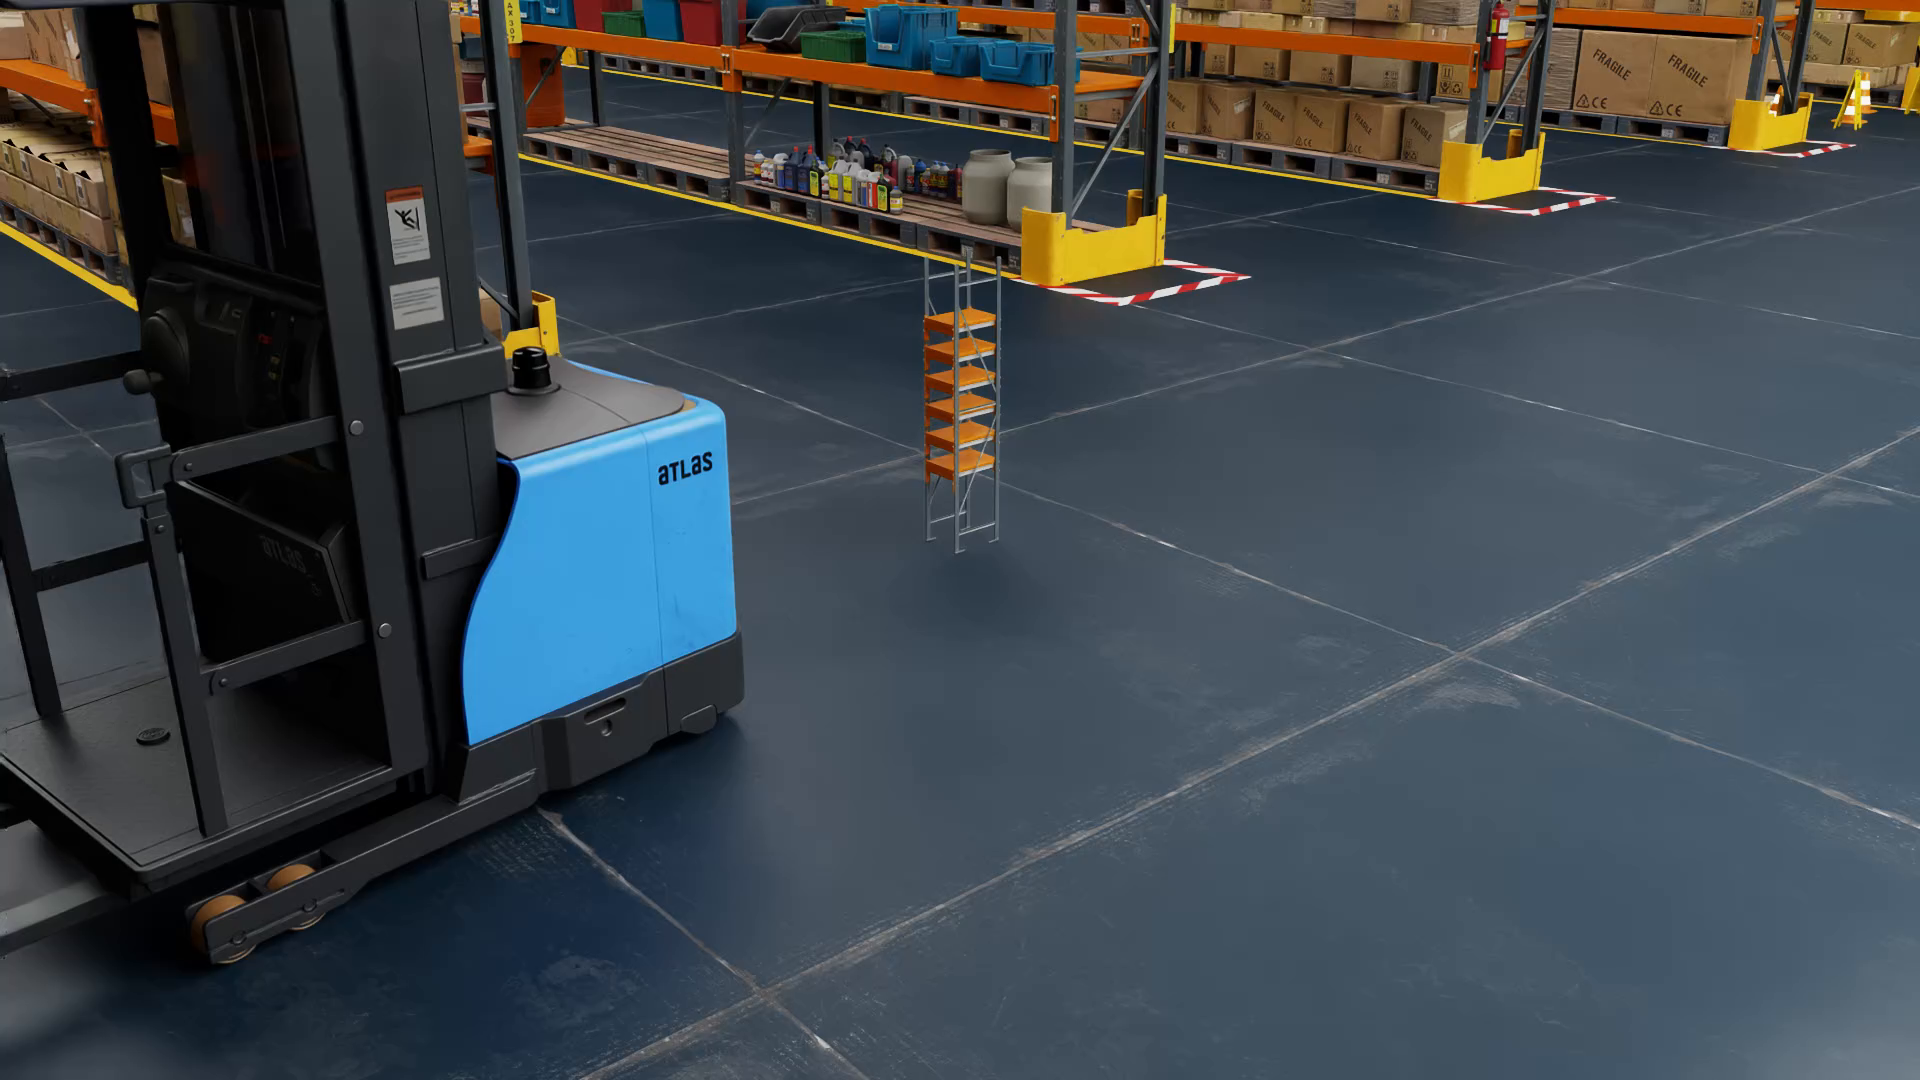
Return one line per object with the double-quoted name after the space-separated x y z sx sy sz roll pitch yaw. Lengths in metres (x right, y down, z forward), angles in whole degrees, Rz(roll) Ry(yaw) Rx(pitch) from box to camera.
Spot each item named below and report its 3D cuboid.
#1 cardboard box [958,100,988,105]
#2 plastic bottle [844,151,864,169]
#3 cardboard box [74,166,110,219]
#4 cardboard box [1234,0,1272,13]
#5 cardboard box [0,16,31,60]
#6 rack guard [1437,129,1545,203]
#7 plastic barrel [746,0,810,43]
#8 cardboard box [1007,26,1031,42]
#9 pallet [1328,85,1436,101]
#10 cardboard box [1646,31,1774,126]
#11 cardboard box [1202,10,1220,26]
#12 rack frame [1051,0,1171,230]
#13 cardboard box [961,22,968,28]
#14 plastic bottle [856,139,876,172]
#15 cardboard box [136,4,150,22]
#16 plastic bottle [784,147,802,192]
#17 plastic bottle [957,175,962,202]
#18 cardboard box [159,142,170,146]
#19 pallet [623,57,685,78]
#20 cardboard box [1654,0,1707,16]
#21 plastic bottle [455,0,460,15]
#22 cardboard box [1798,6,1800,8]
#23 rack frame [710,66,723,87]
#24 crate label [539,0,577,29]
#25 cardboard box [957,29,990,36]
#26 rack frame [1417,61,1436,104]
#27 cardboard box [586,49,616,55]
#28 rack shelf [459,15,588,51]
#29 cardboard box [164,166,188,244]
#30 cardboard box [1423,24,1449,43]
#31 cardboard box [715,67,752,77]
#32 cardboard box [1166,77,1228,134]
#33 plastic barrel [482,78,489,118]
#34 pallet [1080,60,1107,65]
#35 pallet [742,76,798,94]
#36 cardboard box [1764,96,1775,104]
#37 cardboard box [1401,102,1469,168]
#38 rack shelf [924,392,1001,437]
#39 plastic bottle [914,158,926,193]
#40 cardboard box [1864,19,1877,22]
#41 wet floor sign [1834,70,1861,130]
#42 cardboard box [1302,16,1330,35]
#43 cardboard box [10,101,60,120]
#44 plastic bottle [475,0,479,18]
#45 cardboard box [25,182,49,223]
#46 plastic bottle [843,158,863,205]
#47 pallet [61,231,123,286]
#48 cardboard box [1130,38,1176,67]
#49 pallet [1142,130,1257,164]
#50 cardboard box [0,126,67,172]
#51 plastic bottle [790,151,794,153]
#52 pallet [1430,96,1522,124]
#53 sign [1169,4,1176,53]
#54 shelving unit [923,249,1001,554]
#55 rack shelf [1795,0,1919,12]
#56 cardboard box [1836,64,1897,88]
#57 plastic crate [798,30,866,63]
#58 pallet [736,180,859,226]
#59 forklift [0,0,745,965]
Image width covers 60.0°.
0.395 -5.406 19.499 0.500 0.500 0.700 20 29 41 "cardboard box"
-0.902 -3.144 14.029 0.152 0.276 0.135 -17 27 -37 "plastic bottle"
-5.807 -2.454 11.561 0.500 0.311 0.500 -17 27 -37 "cardboard box"
3.131 -5.376 16.052 0.875 0.500 0.500 -17 27 -37 "cardboard box"
-7.499 -4.004 13.216 0.500 0.311 0.500 -18 28 -38 "cardboard box"
4.743 -3.343 14.833 1.175 0.500 0.348 -17 27 -37 "rack guard"
-1.593 -4.824 14.500 0.600 0.901 0.708 -17 27 -37 "plastic barrel"
1.065 -7.718 25.429 0.500 0.500 0.500 -16 27 -35 "cardboard box"
5.445 -5.641 21.096 1.003 0.211 1.213 -17 27 -37 "pallet"
8.124 -5.016 18.016 0.875 0.875 0.875 -17 27 -37 "cardboard box"
2.602 -5.141 16.342 0.380 0.149 0.250 -17 27 -37 "cardboard box"
1.041 -3.307 11.313 1.000 3.000 0.127 -17 27 -37 "rack frame"
0.157 -8.197 26.316 0.380 0.149 0.250 -17 27 -37 "cardboard box"
-0.806 -3.221 14.123 0.144 0.351 0.185 -19 28 -40 "plastic bottle"
-4.791 -3.250 10.141 0.380 0.149 0.250 -18 28 -38 "cardboard box"
-1.358 -3.061 13.716 0.144 0.351 0.185 -17 27 -36 "plastic bottle"
0.026 -2.812 13.285 0.097 0.201 0.097 0 21 0 "plastic bottle"
-6.068 -2.866 12.613 0.500 0.311 0.500 -19 28 -39 "cardboard box"
-4.278 -7.069 24.742 1.003 0.211 1.213 -17 27 -37 "pallet"
7.965 -5.947 17.849 0.875 0.550 0.550 -17 27 -37 "cardboard box"
-5.298 -5.669 17.618 0.097 0.201 0.097 0 21 0 "plastic bottle"
13.098 -8.364 26.906 0.875 0.625 0.625 -16 26 -35 "cardboard box"
-3.040 -7.801 22.789 1.000 3.000 0.127 -17 27 -37 "rack frame"
-3.738 -5.195 16.085 0.502 0.435 0.616 -17 27 -37 "crate label"
0.031 -5.908 19.752 0.500 0.250 0.500 -16 27 -35 "cardboard box"
6.006 -6.744 20.089 1.000 3.000 0.127 -17 27 -37 "rack frame"
-5.173 -7.955 25.518 0.875 0.875 0.875 -17 27 -37 "cardboard box"
-5.487 -5.735 18.499 1.077 0.370 4.000 -17 27 -37 "rack shelf"
-4.607 -2.019 10.192 0.500 0.500 0.500 -17 27 -37 "cardboard box"
4.288 -4.468 14.622 0.380 0.149 0.250 -17 27 -37 "cardboard box"
-2.607 -6.835 22.660 1.225 0.875 0.875 -17 27 -37 "cardboard box"
2.413 -4.502 17.218 0.500 0.500 0.500 -18 28 -39 "cardboard box"
-4.950 -4.820 18.013 0.421 0.512 0.421 0 21 0 "plastic barrel"
2.093 -7.104 24.831 1.003 0.211 1.213 -17 27 -37 "pallet"
-2.479 -6.308 22.799 1.003 0.211 1.213 -17 27 -37 "pallet"
9.915 -5.399 20.563 0.380 0.149 0.250 -4 22 -10 "cardboard box"
4.398 -3.694 15.154 0.500 0.500 0.500 -12 24 -28 "cardboard box"
0.009 -0.513 6.771 0.258 0.103 0.180 -17 27 -37 "rack shelf"
-0.328 -2.995 13.654 0.097 0.271 0.097 0 21 0 "plastic bottle"
11.623 -6.548 21.755 0.500 0.500 0.500 -19 28 -39 "cardboard box"
10.135 -5.006 18.880 0.232 0.644 0.267 17 27 36 "wet floor sign"
3.392 -4.788 15.439 0.380 0.149 0.250 -17 27 -37 "cardboard box"
-8.363 -3.717 15.185 0.500 0.500 0.500 -19 28 -39 "cardboard box"
-4.981 -5.535 17.274 0.097 0.201 0.097 0 21 0 "plastic bottle"
-6.810 -2.617 12.747 0.500 0.250 0.500 -17 27 -36 "cardboard box"
-0.836 -2.840 13.152 0.144 0.351 0.185 -16 27 -35 "plastic bottle"
-5.836 -2.130 12.132 1.003 0.211 1.213 -17 27 -37 "pallet"
2.767 -7.000 23.595 0.500 0.500 0.500 -18 27 -38 "cardboard box"
2.647 -4.115 17.202 1.003 0.211 1.213 -17 27 -37 "pallet"
-7.467 -3.157 13.358 0.500 0.311 0.500 -18 28 -39 "cardboard box"
-1.382 -3.102 13.913 0.061 0.283 0.133 -17 27 -37 "plastic bottle"
6.443 -5.217 20.013 1.003 0.211 1.213 -17 27 -37 "pallet"
1.460 -3.565 11.594 0.100 0.325 0.005 -17 27 -37 "sign"
0.009 -0.555 6.755 0.258 1.200 0.189 -17 27 -37 "shelving unit"
10.995 -7.062 21.889 1.077 0.370 4.000 -17 27 -37 "rack shelf"
11.553 -5.926 21.196 0.500 0.250 0.500 -18 27 -38 "cardboard box"
-0.898 -3.871 13.045 0.450 0.188 0.662 -17 27 -37 "plastic crate"
-1.163 -2.918 14.145 1.003 0.211 1.213 -17 27 -37 "pallet"
-2.057 -0.496 4.232 1.130 2.935 3.031 18 27 38 "forklift"
